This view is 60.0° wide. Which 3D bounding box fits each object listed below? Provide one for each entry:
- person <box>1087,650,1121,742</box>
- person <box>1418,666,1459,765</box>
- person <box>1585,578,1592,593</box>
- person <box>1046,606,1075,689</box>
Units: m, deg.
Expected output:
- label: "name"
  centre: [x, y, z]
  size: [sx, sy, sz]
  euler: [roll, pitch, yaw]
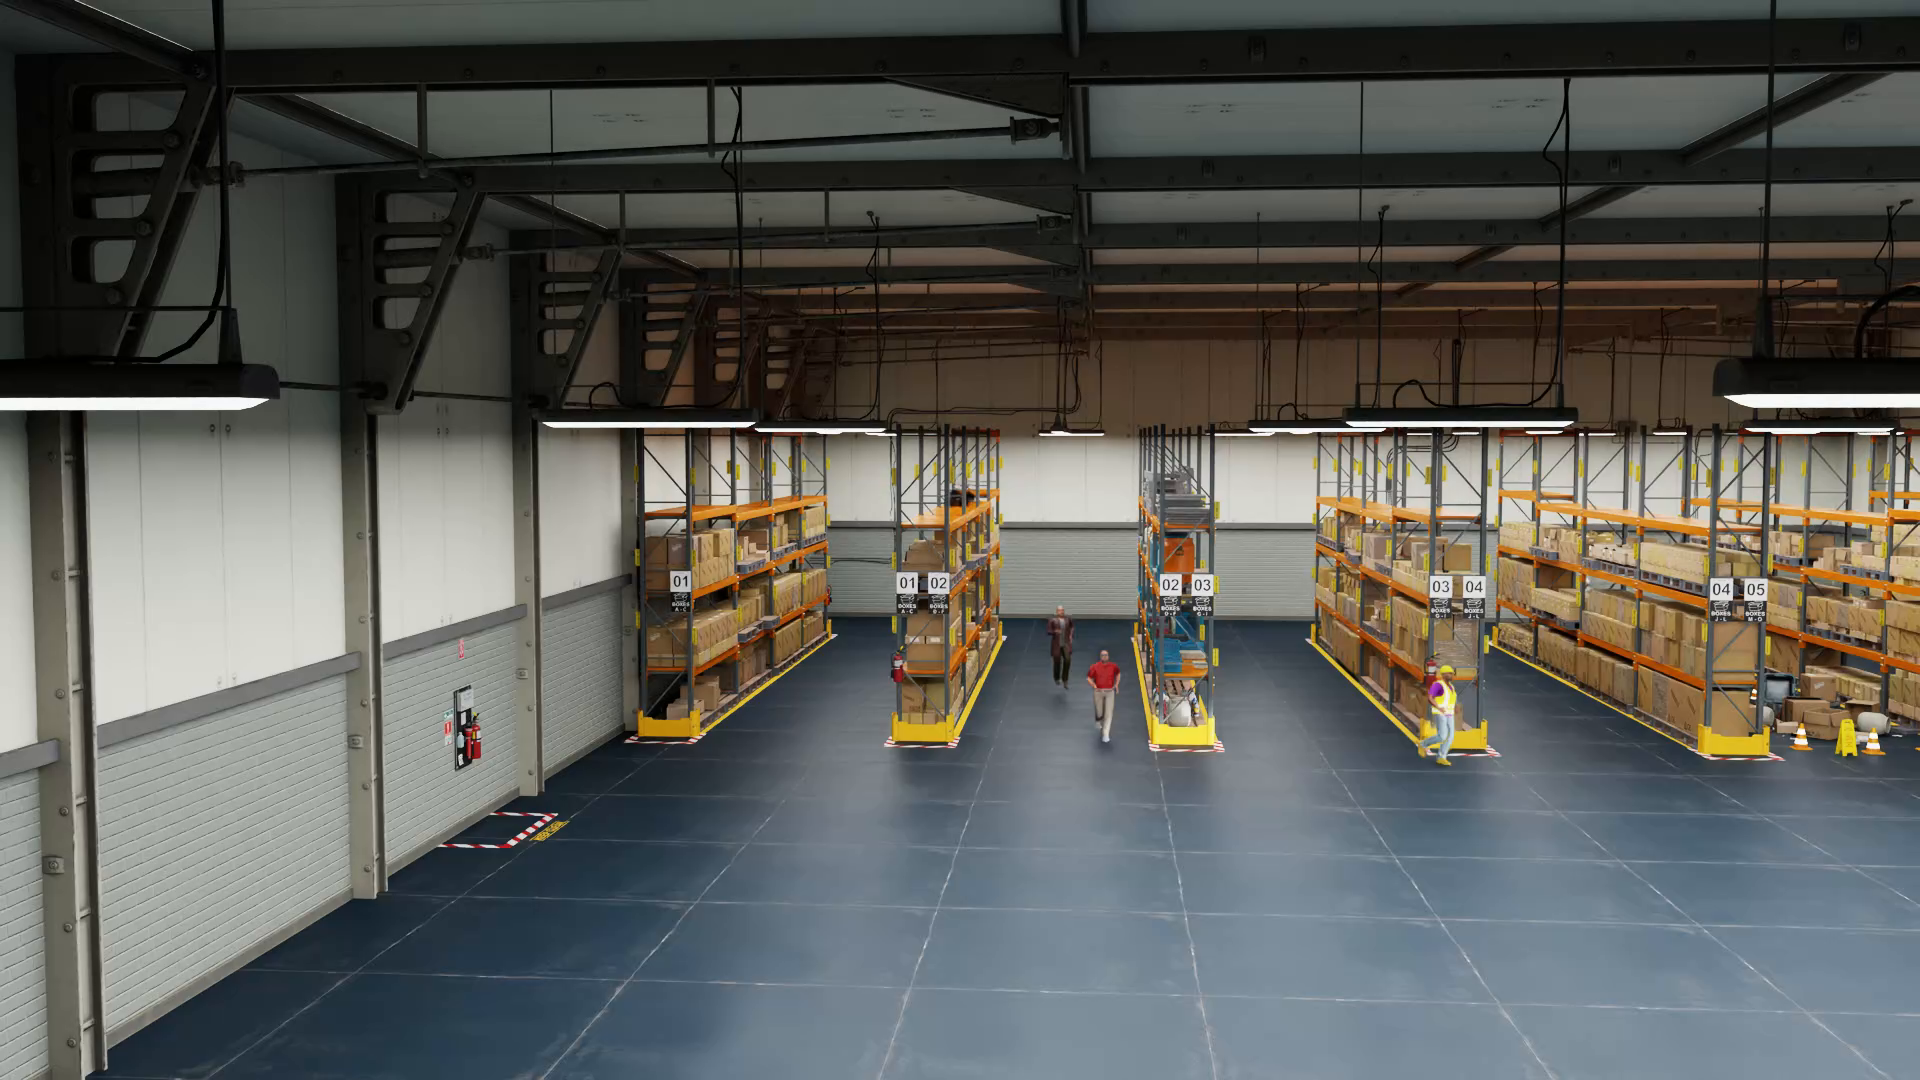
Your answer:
- label: "person"
  centre: [2.756, 2.963, 31.785]
  size: [0.671, 1.733, 0.831]
  euler: [0, 3, -2]
- label: "person"
  centre: [8.520, 3.075, 29.407]
  size: [0.746, 1.725, 0.642]
  euler: [-3, 5, -43]
- label: "person"
  centre: [17.832, 1.940, 47.401]
  size: [0.847, 1.732, 0.697]
  euler: [1, 4, 17]
- label: "person"
  centre: [2.242, 2.368, 36.814]
  size: [0.685, 1.824, 0.773]
  euler: [0, 3, -6]
